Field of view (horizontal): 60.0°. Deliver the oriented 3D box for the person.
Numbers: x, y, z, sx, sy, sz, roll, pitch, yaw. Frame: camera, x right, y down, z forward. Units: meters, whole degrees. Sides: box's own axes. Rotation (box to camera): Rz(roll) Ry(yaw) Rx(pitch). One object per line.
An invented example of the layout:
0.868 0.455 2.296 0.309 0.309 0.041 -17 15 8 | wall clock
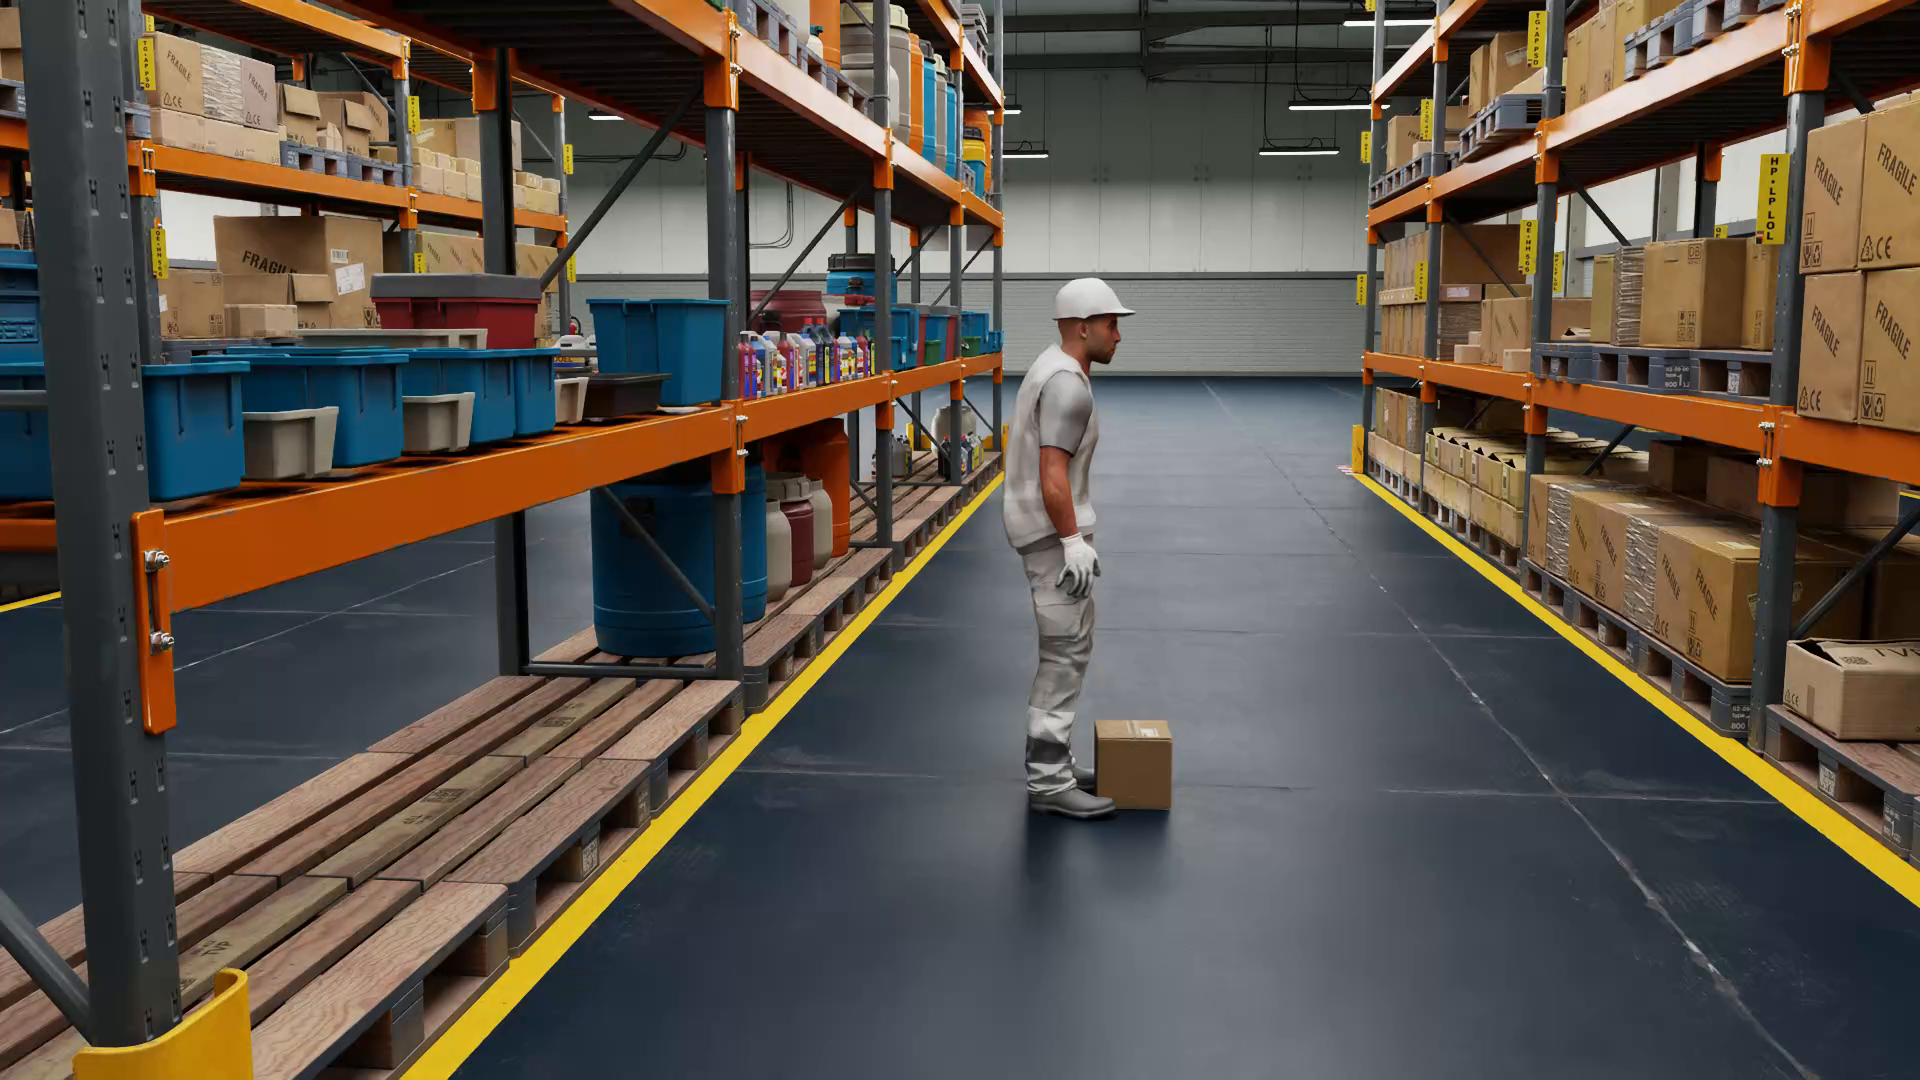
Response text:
0.368 0.009 5.658 0.447 1.780 0.623 1 8 4 | person
